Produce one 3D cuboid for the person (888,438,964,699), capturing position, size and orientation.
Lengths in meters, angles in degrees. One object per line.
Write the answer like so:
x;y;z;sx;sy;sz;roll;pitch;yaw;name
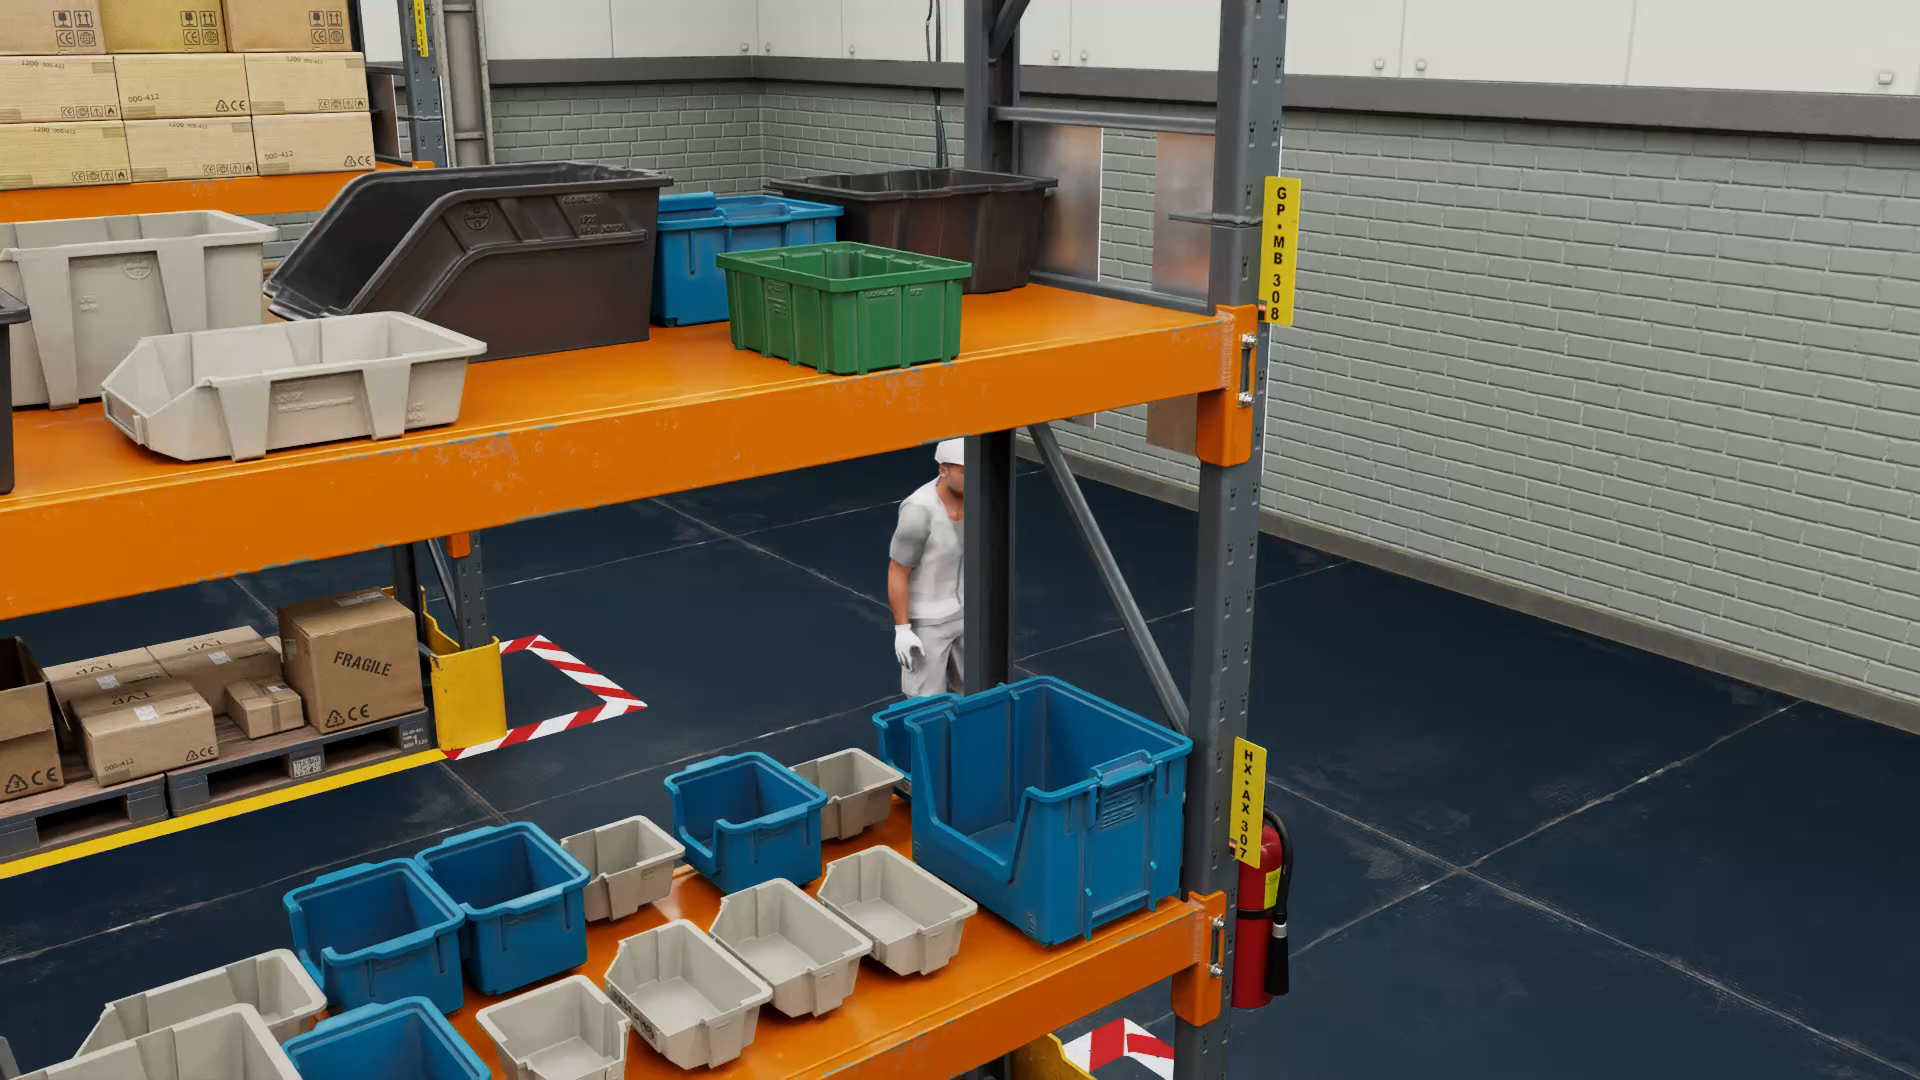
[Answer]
-0.048;0.371;7.347;0.609;1.780;0.448;-13;22;-36;person
